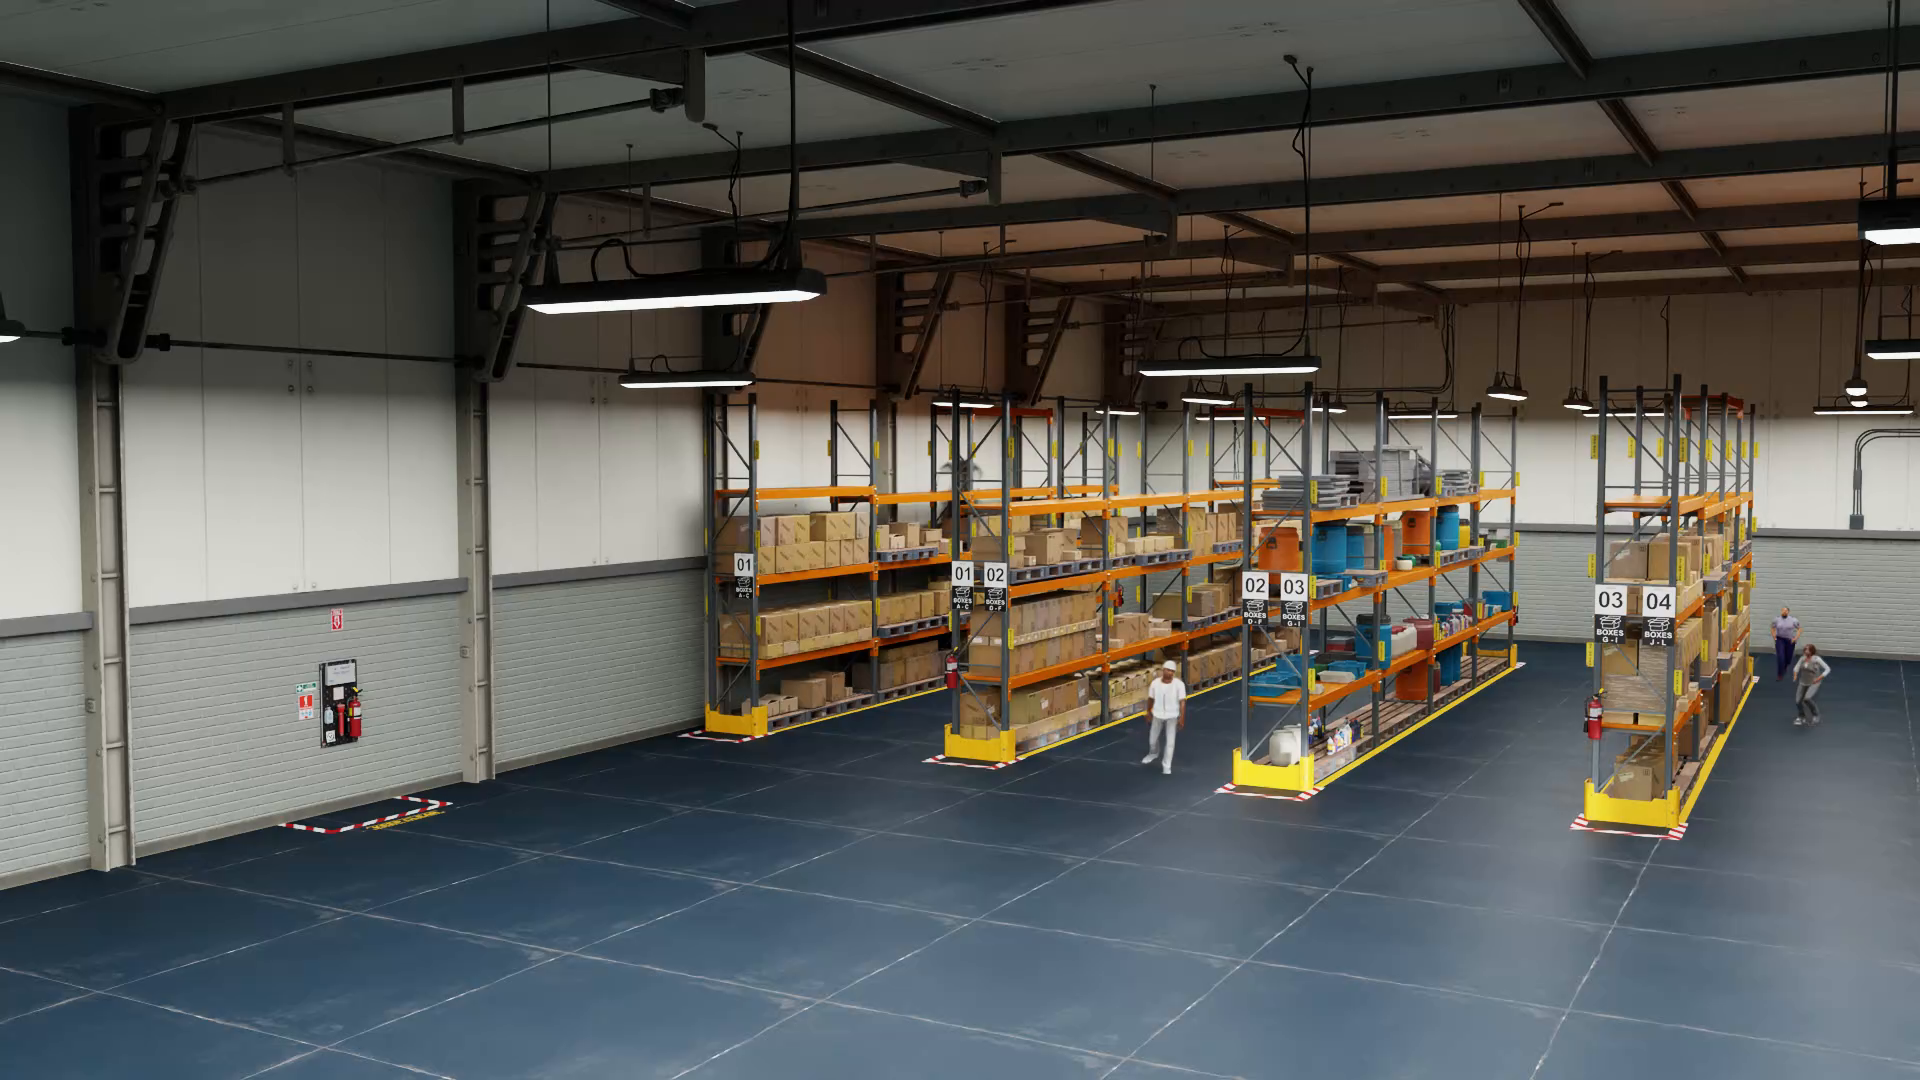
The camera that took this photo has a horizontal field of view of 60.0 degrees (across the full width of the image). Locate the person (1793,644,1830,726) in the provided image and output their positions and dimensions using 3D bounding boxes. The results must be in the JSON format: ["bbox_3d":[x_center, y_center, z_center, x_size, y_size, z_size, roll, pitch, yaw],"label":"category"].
[{"bbox_3d":[15.361,2.632,30.052,0.601,1.491,0.641,-2,4,-37],"label":"person"}]

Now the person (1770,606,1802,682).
[{"bbox_3d":[17.986,2.249,36.214,0.619,1.628,0.698,2,3,26],"label":"person"}]

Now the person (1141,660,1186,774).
[{"bbox_3d":[3.154,2.725,25.788,0.720,1.739,0.598,1,3,14],"label":"person"}]
